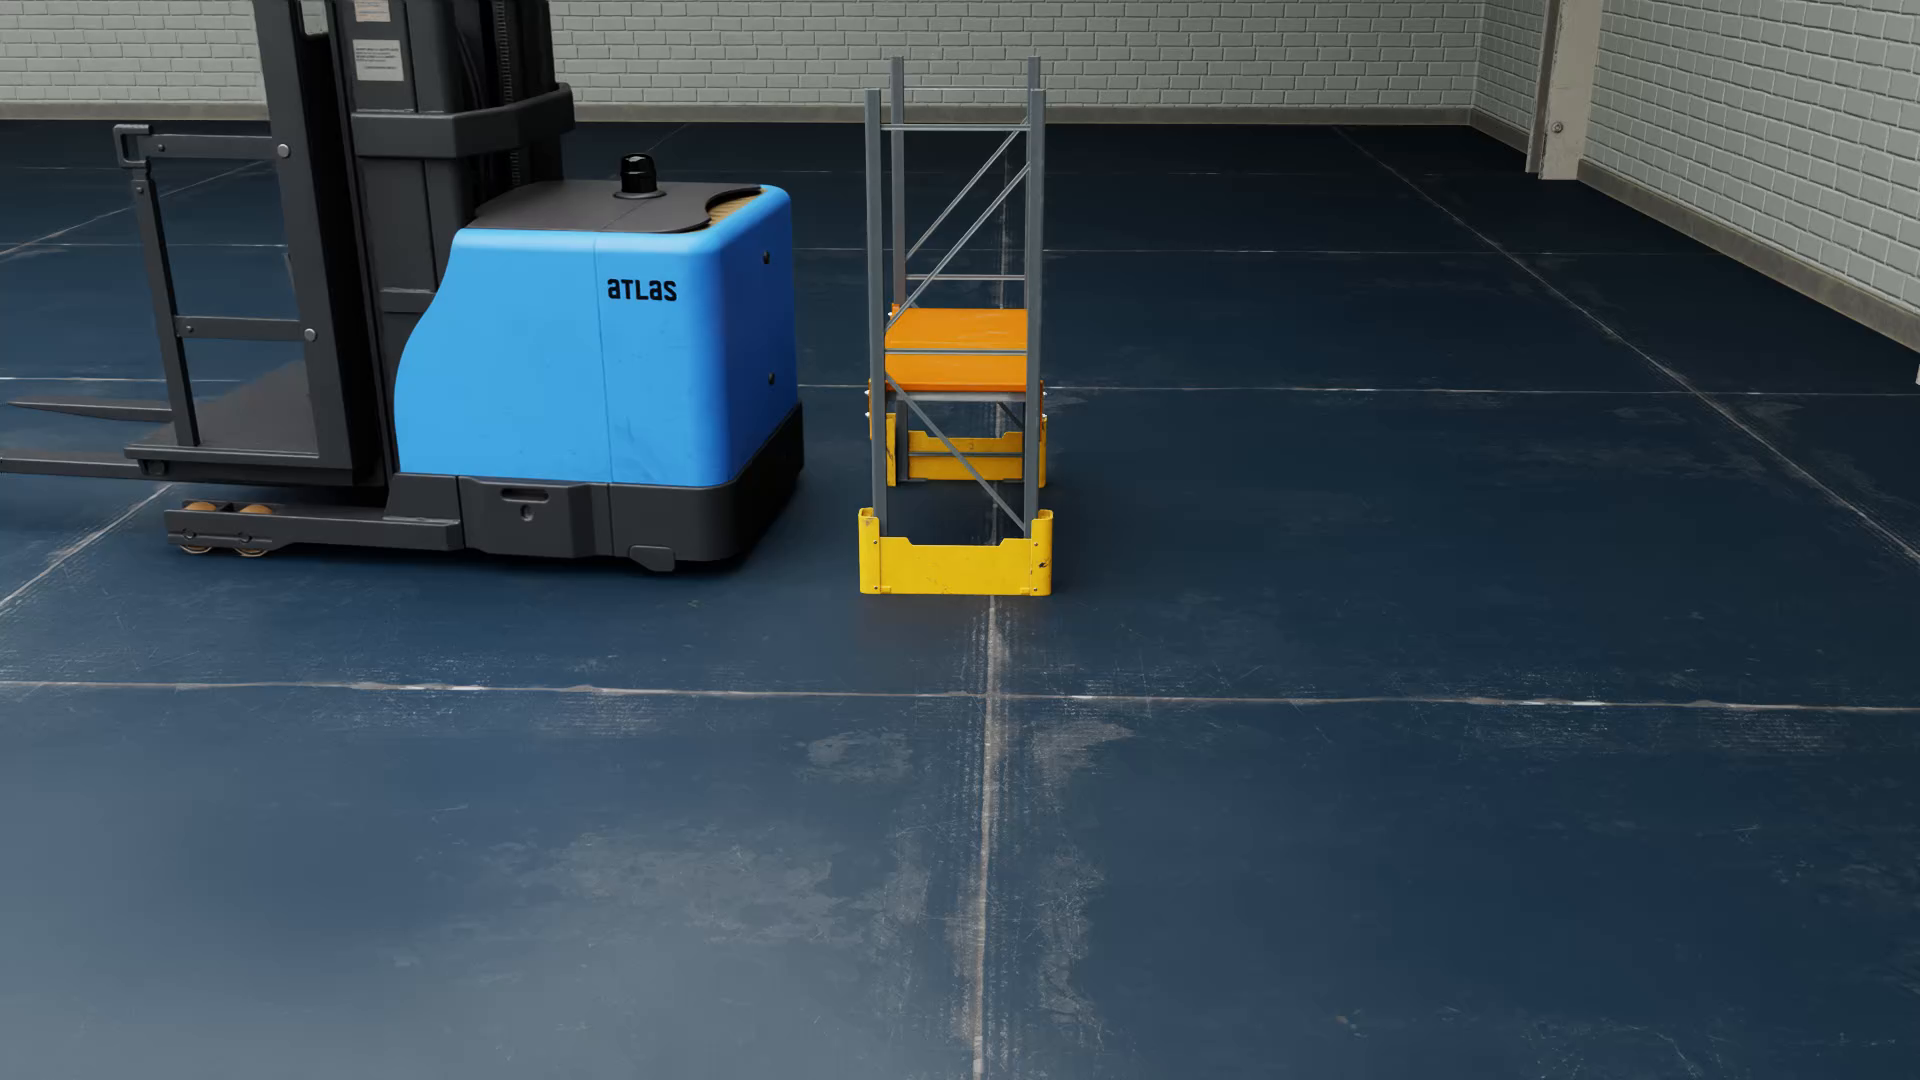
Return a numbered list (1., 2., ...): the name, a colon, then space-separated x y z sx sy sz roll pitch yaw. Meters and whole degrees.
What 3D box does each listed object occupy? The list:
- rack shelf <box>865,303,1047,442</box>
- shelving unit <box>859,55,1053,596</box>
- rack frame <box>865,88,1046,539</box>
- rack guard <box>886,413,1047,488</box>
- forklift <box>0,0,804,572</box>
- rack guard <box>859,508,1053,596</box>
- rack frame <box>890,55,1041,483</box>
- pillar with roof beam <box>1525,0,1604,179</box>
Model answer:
1. rack shelf: 0.003 -0.562 5.402 0.538 0.185 1.000 1 21 2
2. shelving unit: 0.002 -0.727 5.329 0.587 1.500 1.083 1 21 2
3. rack frame: -0.013 -0.546 4.863 0.500 1.500 0.032 1 21 2
4. rack guard: 0.017 -0.324 6.019 0.587 0.250 0.087 1 21 2
5. forklift: -2.126 -1.495 5.331 3.031 2.935 1.130 3 21 8
6. rack guard: -0.013 0.036 5.091 0.587 0.250 0.087 1 21 2
7. rack frame: 0.018 -0.914 5.811 0.500 1.500 0.032 1 21 2
8. pillar with roof beam: 0.231 -7.033 11.216 9.100 9.000 0.400 1 21 2
